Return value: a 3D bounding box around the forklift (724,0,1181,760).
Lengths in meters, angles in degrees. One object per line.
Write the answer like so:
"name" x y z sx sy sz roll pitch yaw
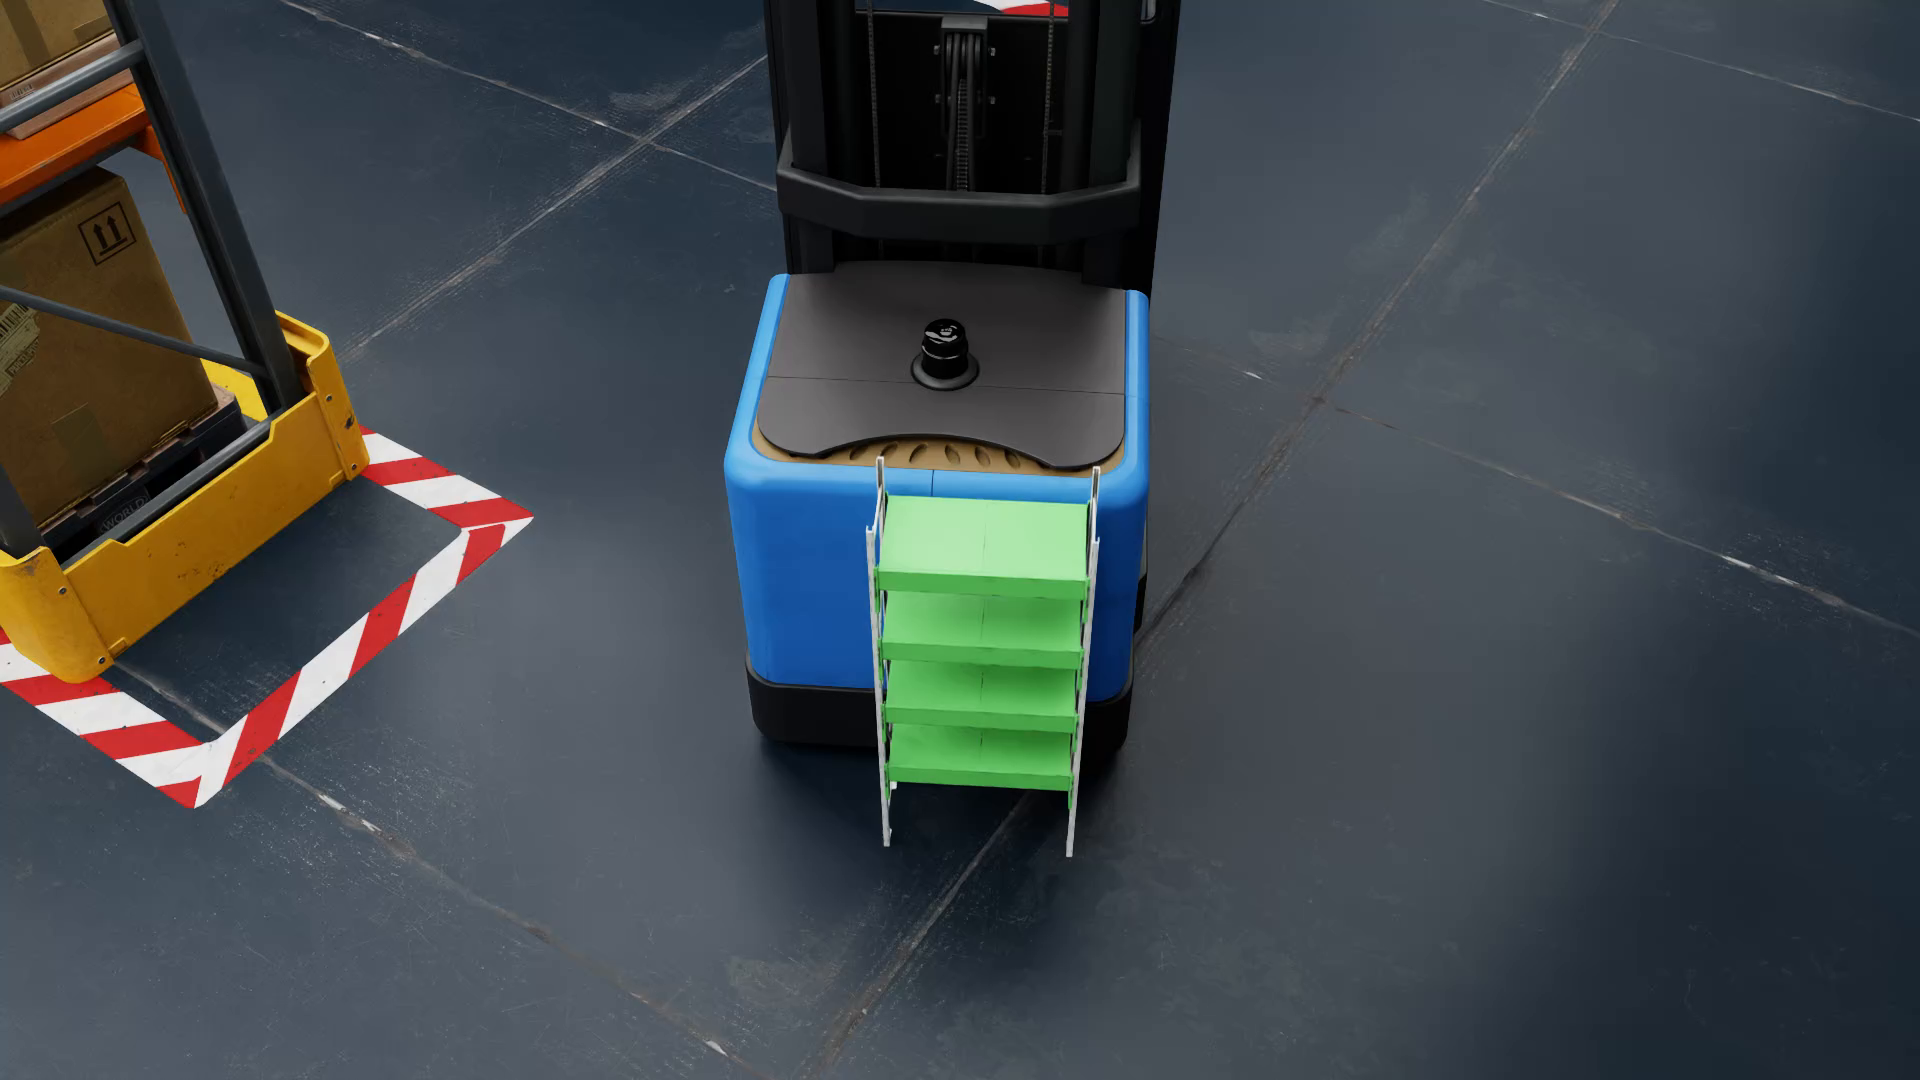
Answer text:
"forklift" 0.048 -1.472 4.637 1.130 2.935 3.031 3 46 3

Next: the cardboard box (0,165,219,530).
"cardboard box" -2.989 -0.642 4.971 0.875 0.875 0.875 25 51 22

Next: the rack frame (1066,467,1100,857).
"rack frame" 0.299 0.340 4.083 0.015 1.200 0.240 3 46 3

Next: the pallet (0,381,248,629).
"pallet" -3.123 -0.327 5.421 1.213 0.211 1.003 25 51 22

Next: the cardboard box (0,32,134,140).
"cardboard box" -2.528 -1.286 4.583 0.250 0.149 0.380 25 51 23

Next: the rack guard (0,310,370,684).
"rack guard" -2.387 -0.156 5.053 0.348 0.500 1.175 25 51 22

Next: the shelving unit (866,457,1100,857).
"shelving unit" 0.056 0.328 4.094 0.503 1.200 0.258 3 46 3

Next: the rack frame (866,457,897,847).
"rack frame" -0.188 0.316 4.106 0.015 1.200 0.240 3 46 3

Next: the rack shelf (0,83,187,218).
"rack shelf" -4.091 -1.560 5.176 4.000 0.370 1.077 25 51 22

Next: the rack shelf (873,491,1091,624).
"rack shelf" 0.056 0.038 3.796 0.480 0.148 0.258 3 46 3

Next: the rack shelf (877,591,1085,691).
"rack shelf" 0.056 0.205 3.968 0.480 0.148 0.258 3 46 3

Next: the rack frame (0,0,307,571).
"rack frame" -2.407 -1.037 4.166 0.127 3.000 1.000 25 51 22

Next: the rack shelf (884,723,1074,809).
"rack shelf" 0.056 0.540 4.312 0.480 0.148 0.258 3 46 3

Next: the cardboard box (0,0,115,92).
"cardboard box" -2.666 -1.437 4.452 0.500 0.250 0.500 23 50 21

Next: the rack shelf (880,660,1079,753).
"rack shelf" 0.056 0.373 4.140 0.480 0.148 0.258 3 46 3
